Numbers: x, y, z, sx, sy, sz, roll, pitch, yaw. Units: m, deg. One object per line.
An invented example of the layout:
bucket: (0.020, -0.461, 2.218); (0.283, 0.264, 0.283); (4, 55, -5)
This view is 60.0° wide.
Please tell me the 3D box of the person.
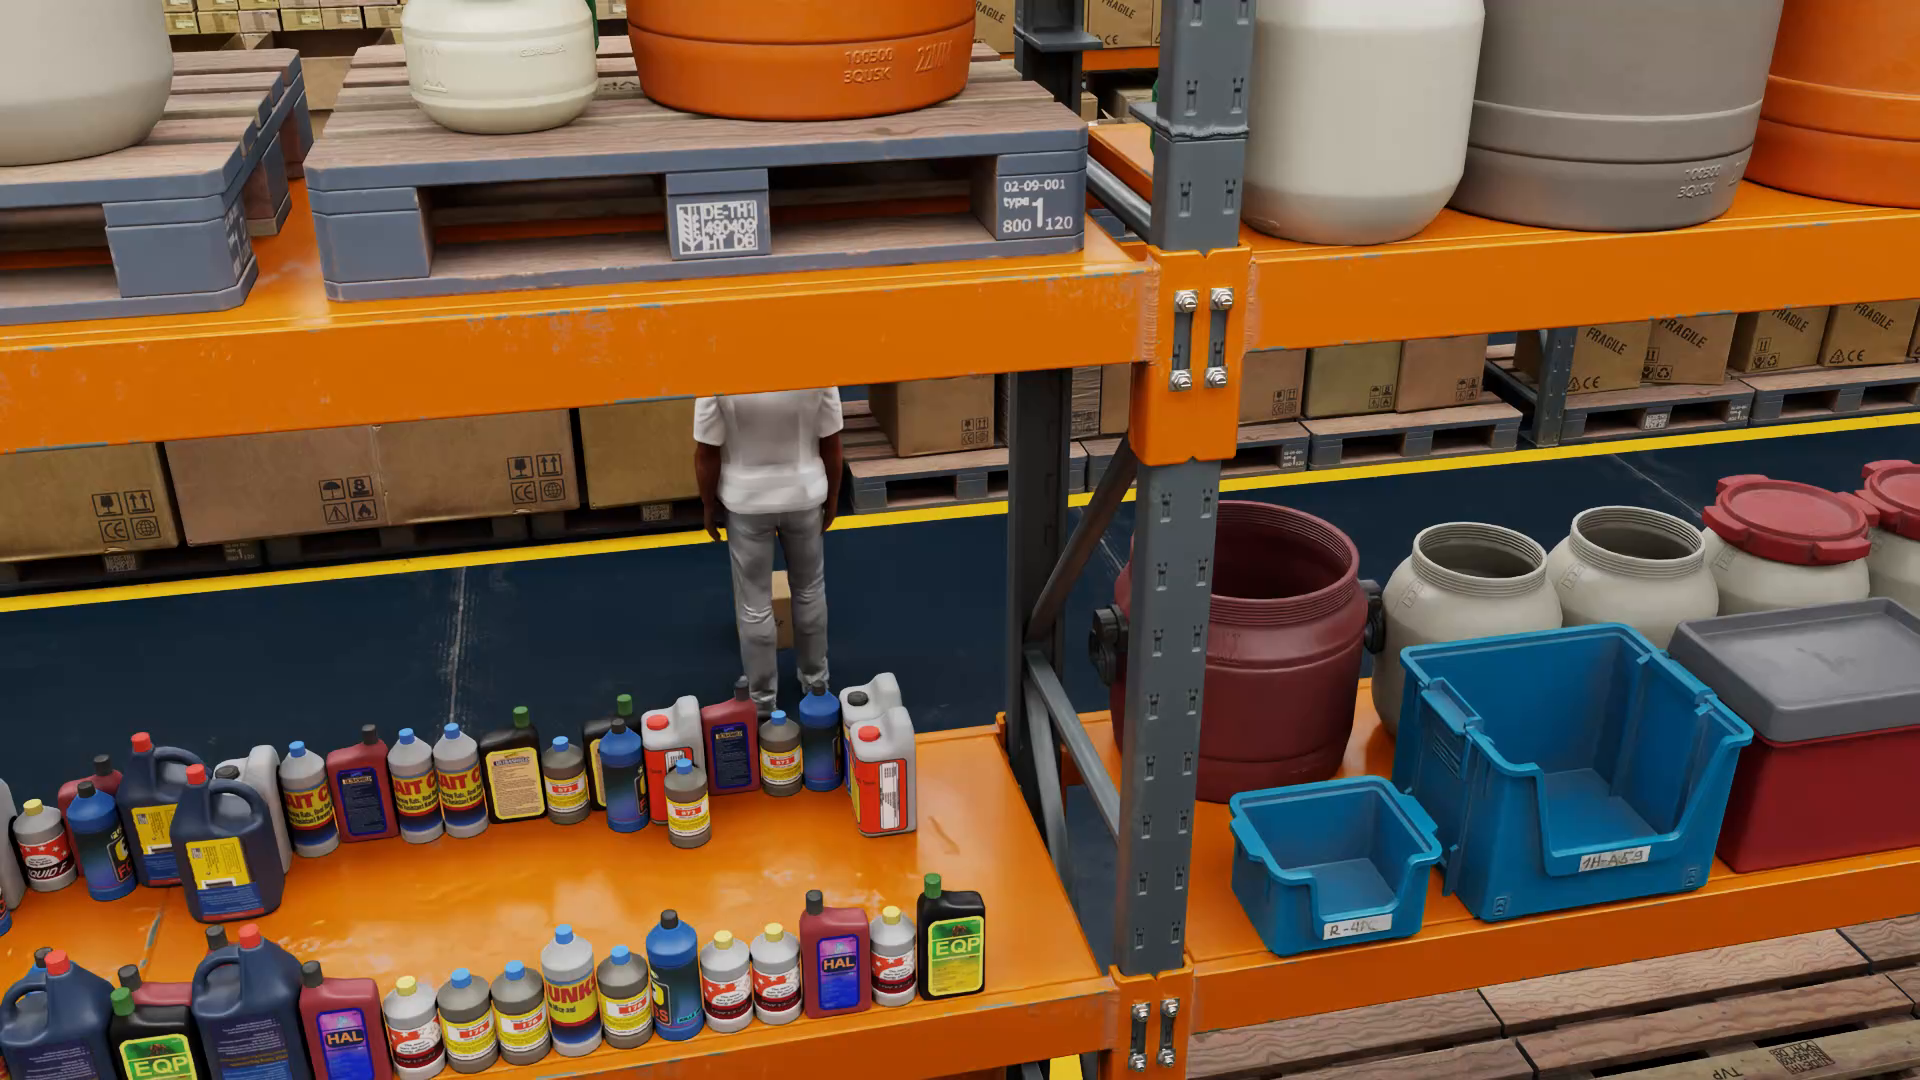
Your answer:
person: (-0.733, -0.164, 6.427); (0.562, 1.770, 0.427); (-5, 27, -10)
